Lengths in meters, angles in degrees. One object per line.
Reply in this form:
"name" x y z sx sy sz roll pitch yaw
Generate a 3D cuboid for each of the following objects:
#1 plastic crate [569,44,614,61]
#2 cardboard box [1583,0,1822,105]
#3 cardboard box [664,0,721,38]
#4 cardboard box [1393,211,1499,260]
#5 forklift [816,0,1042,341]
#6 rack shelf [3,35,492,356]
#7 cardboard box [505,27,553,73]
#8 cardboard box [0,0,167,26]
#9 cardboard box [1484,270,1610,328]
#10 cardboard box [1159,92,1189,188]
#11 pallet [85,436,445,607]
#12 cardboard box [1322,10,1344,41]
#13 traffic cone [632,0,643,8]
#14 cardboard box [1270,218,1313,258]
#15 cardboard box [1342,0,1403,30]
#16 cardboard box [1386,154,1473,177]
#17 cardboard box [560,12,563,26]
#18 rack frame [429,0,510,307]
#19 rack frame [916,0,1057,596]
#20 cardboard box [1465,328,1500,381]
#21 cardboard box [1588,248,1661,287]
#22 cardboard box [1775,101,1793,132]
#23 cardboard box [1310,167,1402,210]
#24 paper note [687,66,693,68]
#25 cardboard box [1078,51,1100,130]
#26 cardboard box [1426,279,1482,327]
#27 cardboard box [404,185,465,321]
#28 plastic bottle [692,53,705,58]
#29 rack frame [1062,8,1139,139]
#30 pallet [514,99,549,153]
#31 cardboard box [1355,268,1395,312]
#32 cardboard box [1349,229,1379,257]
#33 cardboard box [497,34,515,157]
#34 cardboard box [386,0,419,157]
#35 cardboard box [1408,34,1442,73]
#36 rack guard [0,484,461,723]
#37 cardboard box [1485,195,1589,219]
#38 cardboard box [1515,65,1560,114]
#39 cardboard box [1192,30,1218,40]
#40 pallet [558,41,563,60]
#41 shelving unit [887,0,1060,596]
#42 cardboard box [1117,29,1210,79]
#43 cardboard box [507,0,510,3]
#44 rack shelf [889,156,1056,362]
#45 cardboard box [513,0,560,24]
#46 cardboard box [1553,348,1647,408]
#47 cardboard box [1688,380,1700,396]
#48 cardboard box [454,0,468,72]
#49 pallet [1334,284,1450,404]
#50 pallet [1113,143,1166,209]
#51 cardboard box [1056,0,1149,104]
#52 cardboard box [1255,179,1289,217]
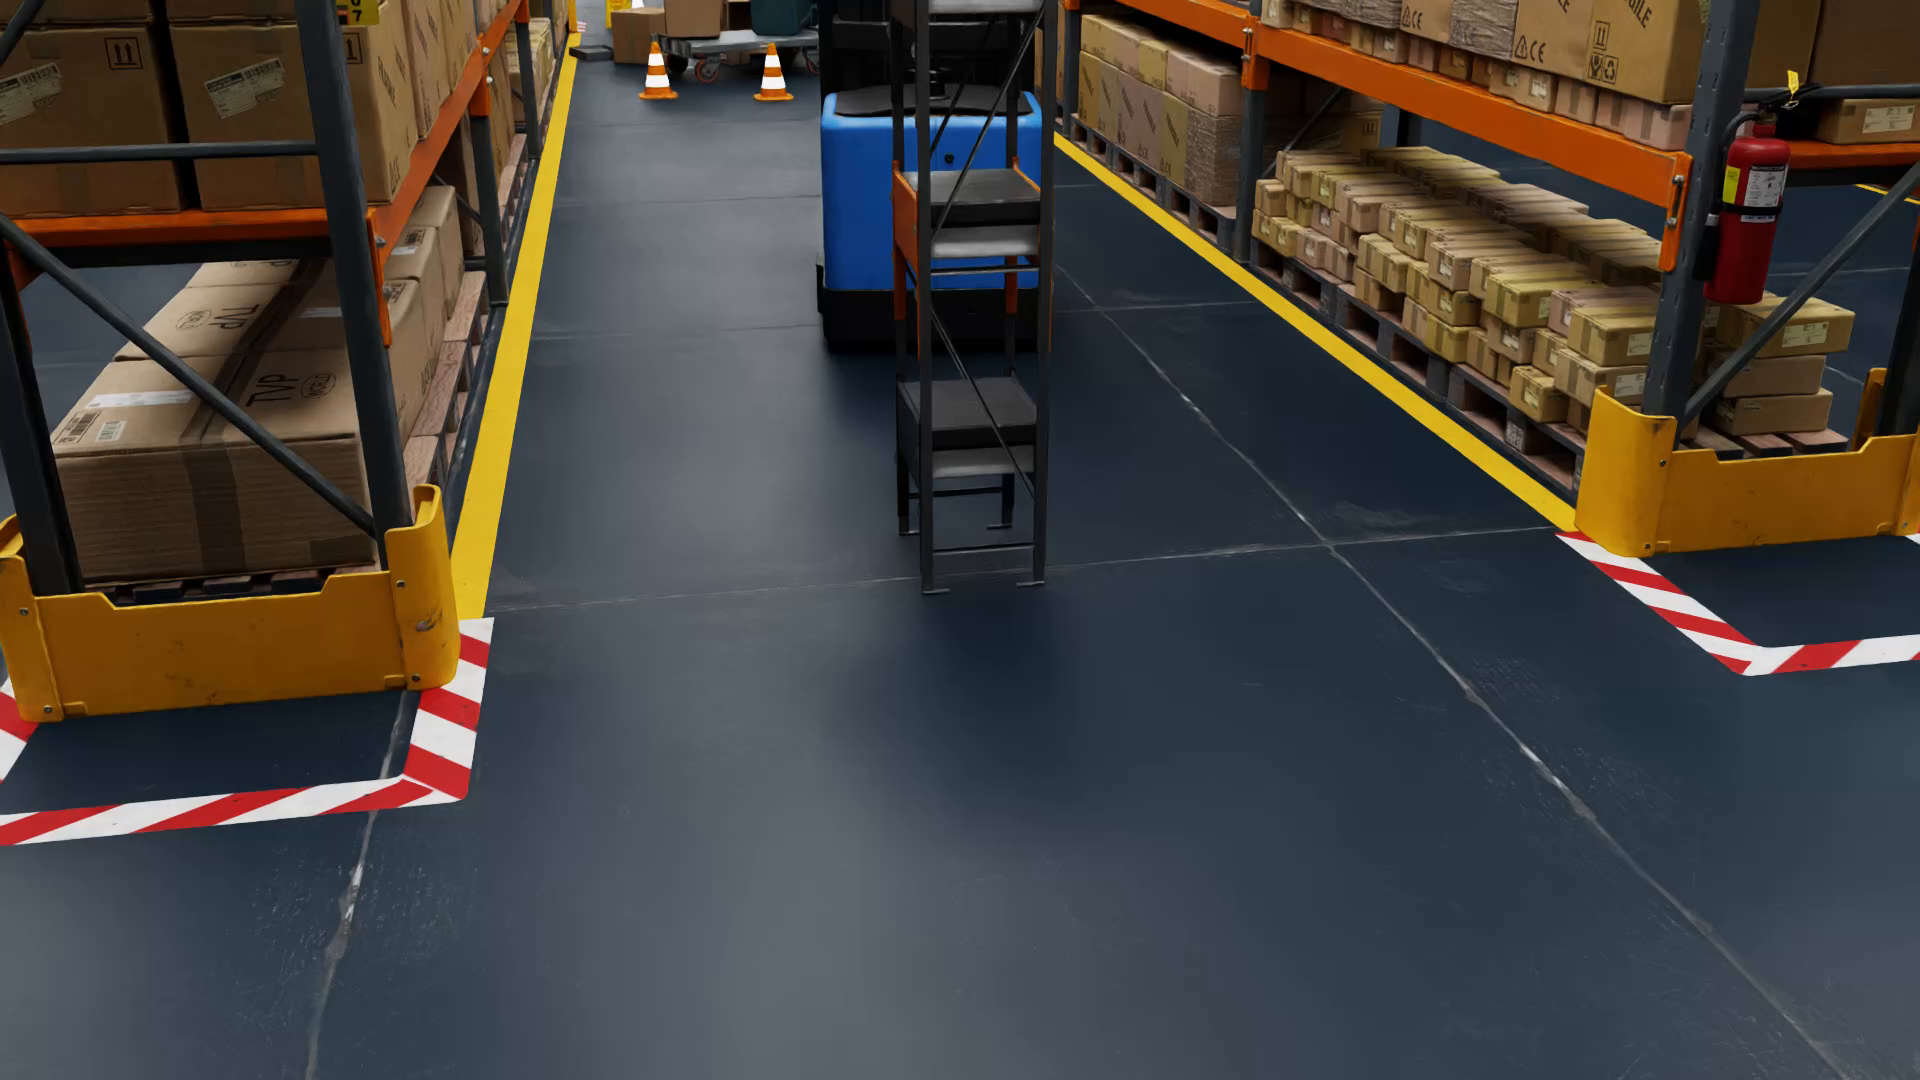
"plastic crate" -3.773 -5.045 17.201 0.402 0.080 0.583 -13 27 -28
"cardboard box" 2.440 -1.731 5.468 0.500 0.500 0.500 -4 24 -9
"cardboard box" -2.545 -5.050 15.741 0.500 0.500 0.500 -4 24 -10
"cardboard box" 2.161 -1.355 7.399 0.380 0.149 0.250 -4 24 -9
"forklift" -0.179 -2.807 8.515 1.130 2.935 3.031 -1 24 -3
"rack shelf" -2.439 -1.442 6.202 1.077 0.370 4.000 -4 24 -10
"cardboard box" -4.053 -4.204 14.387 0.950 0.372 0.625 -3 24 -6
"cardboard box" -2.393 -1.661 4.430 0.500 0.500 0.500 -4 24 -8
"cardboard box" 2.267 -0.934 6.435 0.380 0.149 0.250 -5 24 -11
"cardboard box" 1.558 -2.485 10.291 0.500 0.500 0.500 -5 24 -11
"pallet" -2.294 -0.015 5.522 1.003 0.211 1.213 -4 24 -10
"cardboard box" 1.989 -2.516 8.077 0.380 0.149 0.250 -5 24 -12
"traffic cone" -3.681 -6.042 19.005 0.336 0.463 0.334 -4 24 -10
"cardboard box" 1.838 -1.578 8.653 0.380 0.149 0.250 -4 24 -8
"cardboard box" 2.037 -2.538 7.316 0.500 0.500 0.500 -5 24 -11
"cardboard box" 2.445 -1.904 8.657 0.380 0.149 0.250 -4 24 -9
"cardboard box" -4.343 -5.307 17.063 0.500 0.250 0.500 -5 24 -10
"rack frame" -2.809 -2.558 7.859 1.000 3.000 0.127 -4 24 -10
"rack frame" 0.076 -0.801 4.961 0.400 2.100 0.015 -4 24 -10
"cardboard box" 2.304 -0.768 6.799 0.380 0.149 0.250 -4 24 -9
"cardboard box" 2.796 -1.080 6.769 0.380 0.149 0.250 -5 24 -12
"cardboard box" 2.951 -1.524 5.806 0.380 0.149 0.250 -3 24 -8
"cardboard box" 1.985 -1.763 8.333 0.380 0.149 0.250 -5 24 -10
"paper note" -2.710 -4.679 16.425 0.148 0.019 0.142 -4 24 -10
"cardboard box" 1.177 -3.287 12.127 0.500 0.500 0.500 -5 24 -12
"cardboard box" 2.192 -1.006 6.972 0.380 0.149 0.250 -4 24 -9
"cardboard box" -2.799 -1.321 7.704 0.875 0.438 0.875 -5 24 -11
"plastic bottle" -2.684 -5.004 17.132 0.133 0.061 0.283 0 24 -1
"rack frame" 1.297 -4.537 12.391 1.000 3.000 0.127 -4 24 -10
"pallet" -3.692 -3.161 12.724 1.003 0.211 1.213 -4 24 -10
"cardboard box" 2.068 -1.176 7.731 0.380 0.149 0.250 -5 24 -11
"cardboard box" 2.080 -1.418 7.914 0.380 0.149 0.250 -3 24 -7
"cardboard box" -3.503 -3.072 11.166 0.875 0.875 0.875 -5 24 -10
"cardboard box" -1.997 -1.437 5.168 0.500 0.500 0.500 -5 24 -11
"cardboard box" 2.154 -2.097 7.117 0.380 0.149 0.250 -3 24 -8
"rack guard" -2.065 0.170 4.735 1.175 0.500 0.348 -4 24 -10
"cardboard box" 2.672 -1.494 7.718 0.380 0.149 0.250 -5 24 -12
"cardboard box" 2.298 -1.680 6.162 0.380 0.149 0.250 -4 24 -8
"cardboard box" 1.864 -3.279 11.173 0.500 0.250 0.500 -4 24 -9
"pallet" -4.676 -5.169 17.322 1.003 0.211 1.213 -4 24 -10
"shelving unit" 0.031 -0.897 5.181 0.431 2.100 0.503 -4 24 -10
"cardboard box" 1.359 -3.244 11.091 0.500 0.250 0.500 -4 24 -9
"cardboard box" -2.891 -3.285 9.712 0.500 0.250 0.500 -5 24 -11
"rack shelf" 0.031 -0.885 5.186 0.431 0.518 0.480 -4 24 -10
"cardboard box" -4.132 -5.233 15.957 0.500 0.500 0.500 -3 24 -7
"cardboard box" 2.398 -0.599 6.040 0.380 0.149 0.250 -5 24 -11
"cardboard box" 2.865 -0.603 6.421 0.380 0.149 0.250 -4 24 -10
"cardboard box" -2.372 -2.238 7.002 0.500 0.500 0.500 -5 24 -11
"pallet" 2.425 -0.944 7.647 1.003 0.211 1.213 -4 24 -10
"pallet" 1.662 -2.473 11.149 1.003 0.211 1.213 -4 24 -10
"cardboard box" 1.273 -3.945 13.321 1.050 0.750 0.750 -5 24 -10
"cardboard box" 1.789 -1.820 8.835 0.380 0.149 0.250 -3 24 -7
